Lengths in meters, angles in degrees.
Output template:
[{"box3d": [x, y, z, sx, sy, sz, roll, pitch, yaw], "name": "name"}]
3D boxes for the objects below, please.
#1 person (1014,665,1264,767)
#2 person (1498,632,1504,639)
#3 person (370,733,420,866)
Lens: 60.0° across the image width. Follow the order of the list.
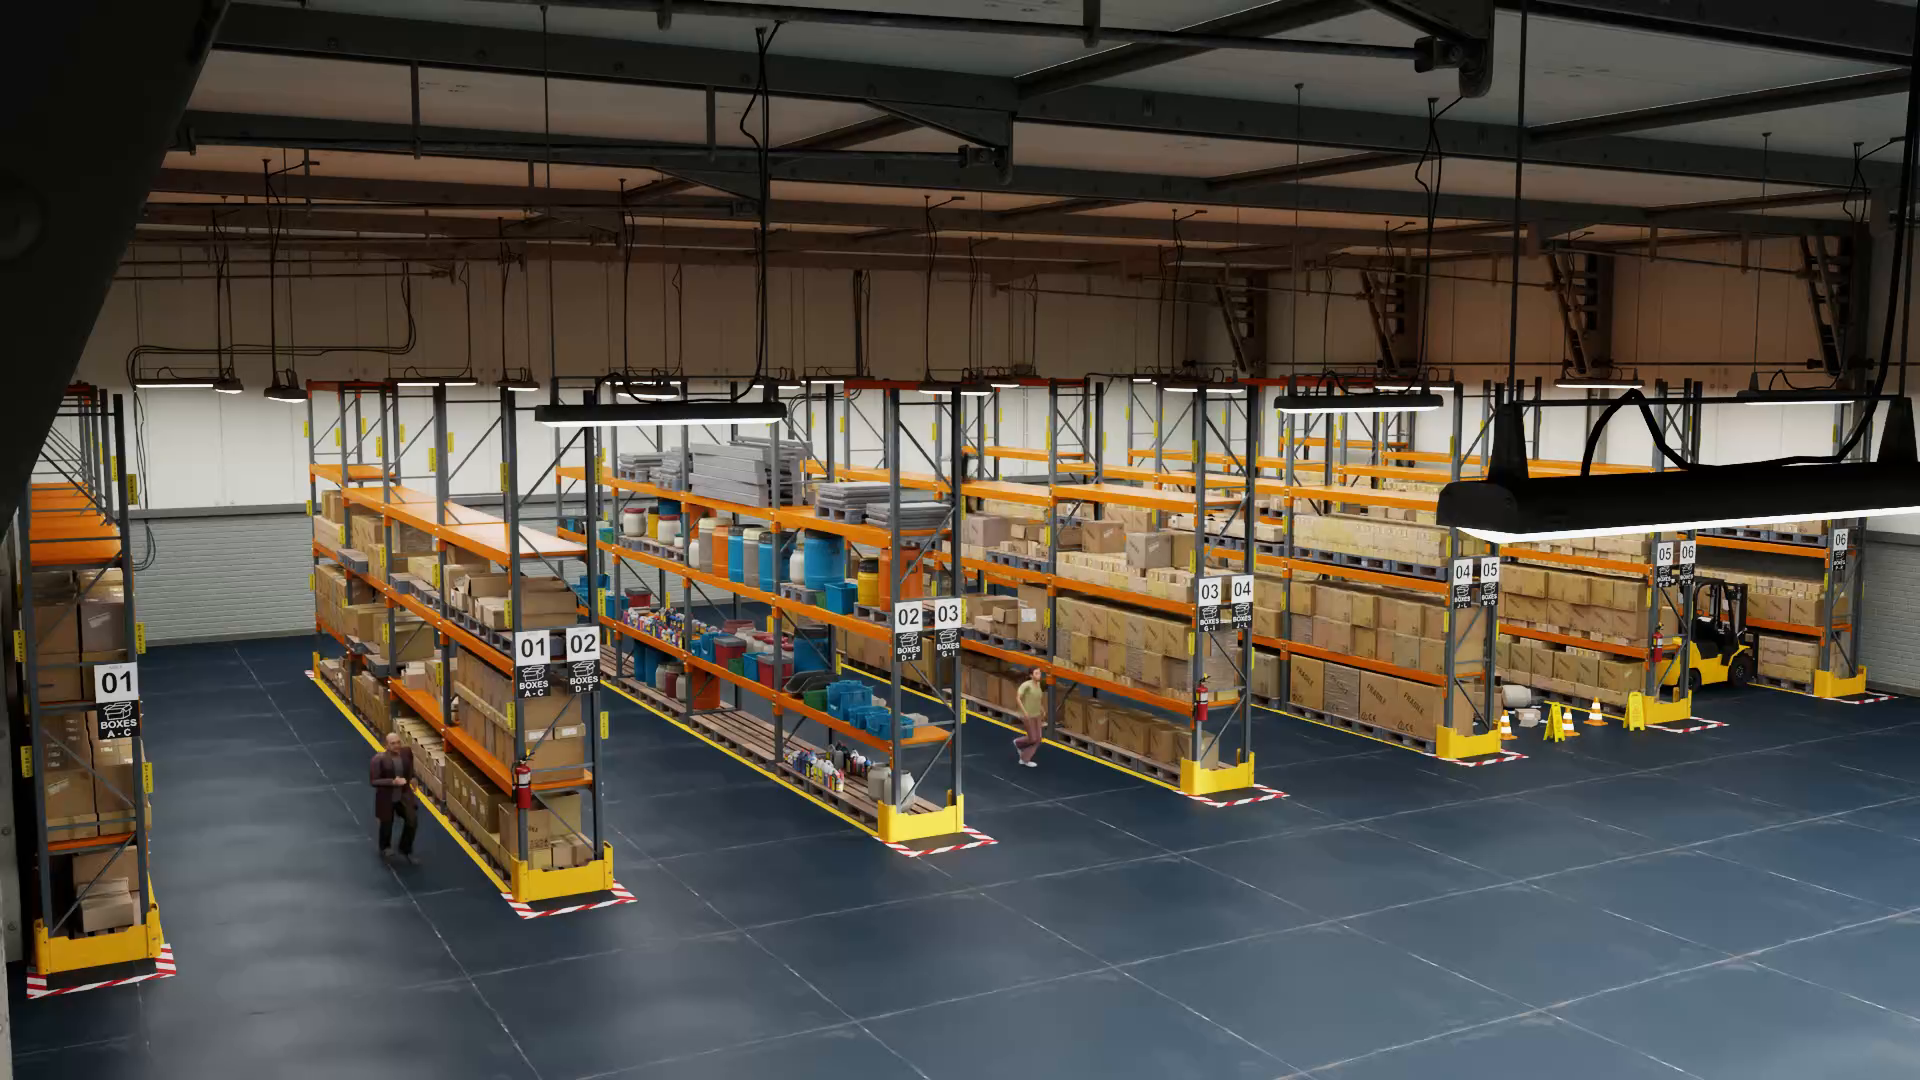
[{"box3d": [2.384, 2.357, 29.958, 7.703, 1.608, 4.141, -6, 8, -43], "name": "person"}, {"box3d": [11.332, 1.896, 34.954, 0.891, 1.479, 0.632, 5, 8, 39], "name": "person"}, {"box3d": [-7.143, 3.247, 20.949, 0.626, 1.726, 1.012, -4, 7, -33], "name": "person"}]
